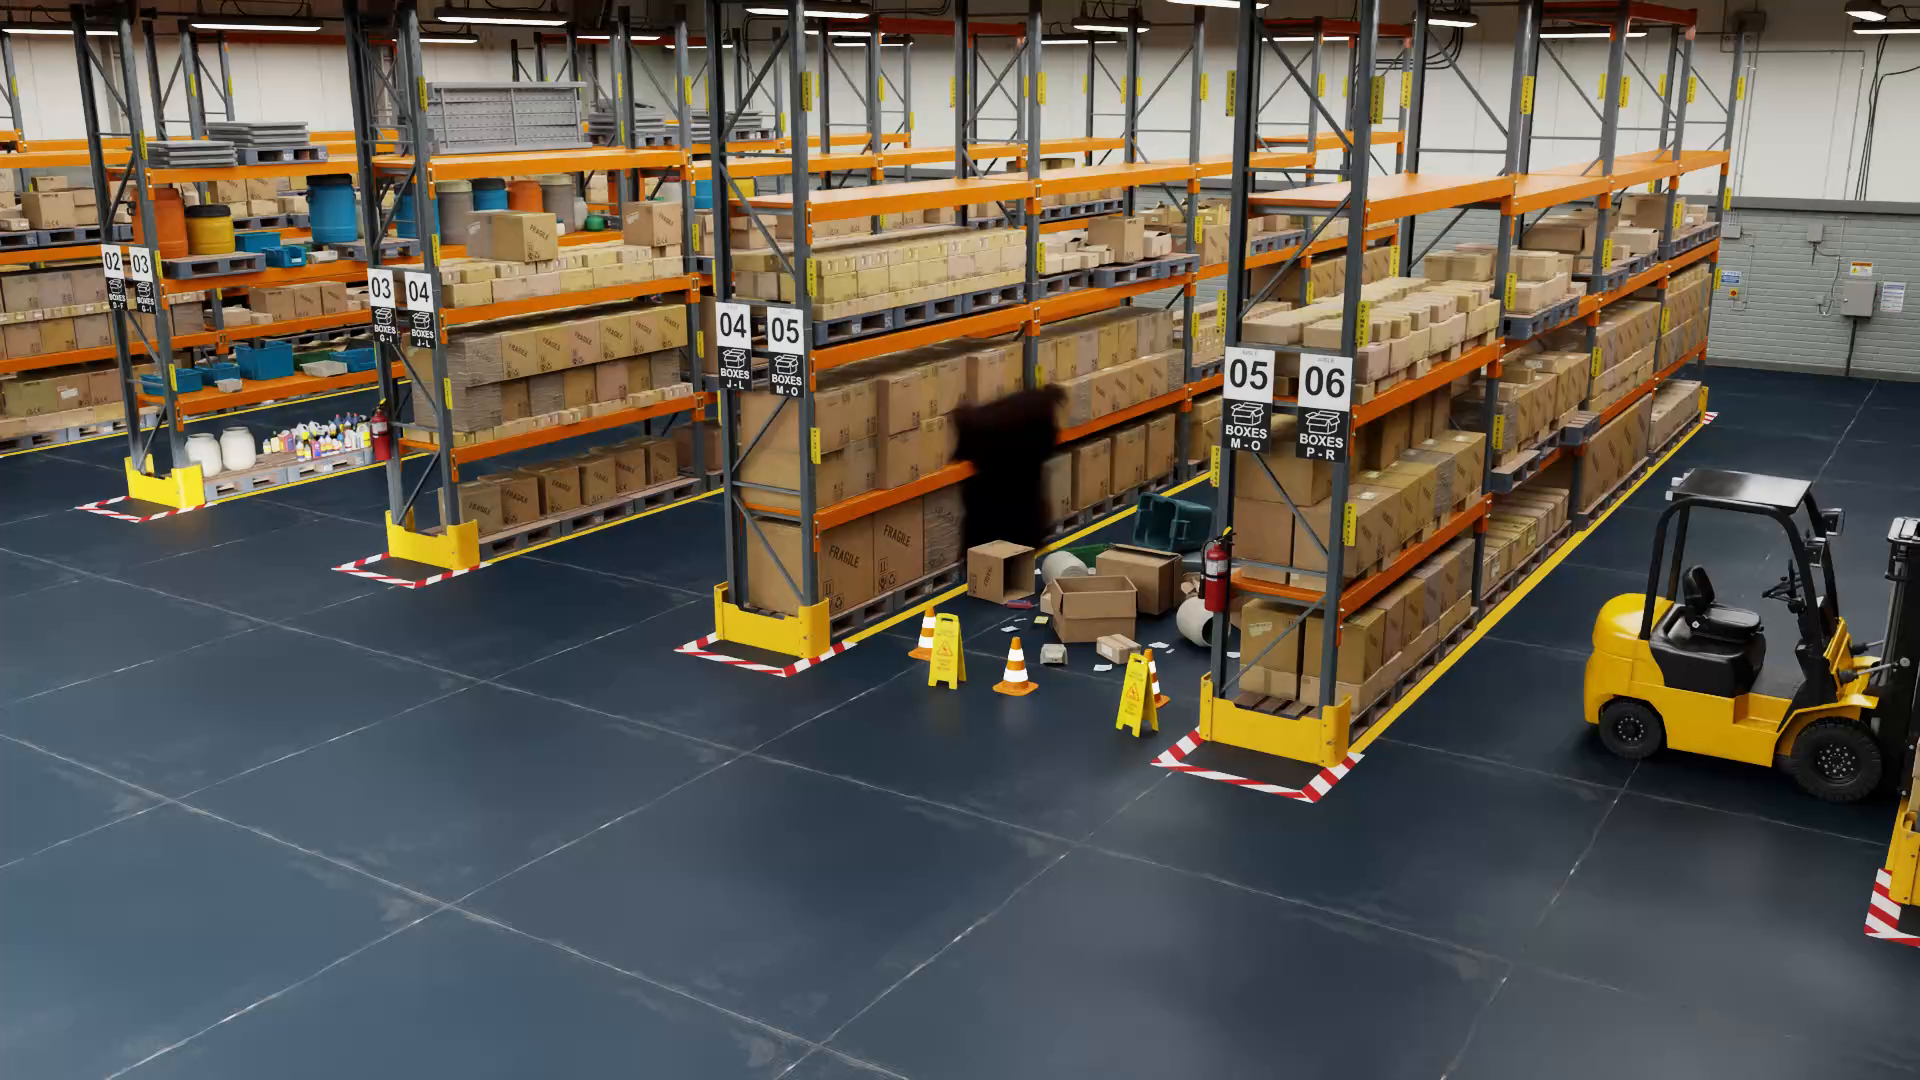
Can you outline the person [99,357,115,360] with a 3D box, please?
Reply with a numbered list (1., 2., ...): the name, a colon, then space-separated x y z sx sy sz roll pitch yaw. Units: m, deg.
1. person: -13.857 -3.152 27.288 0.613 1.811 0.503 -6 17 -22
